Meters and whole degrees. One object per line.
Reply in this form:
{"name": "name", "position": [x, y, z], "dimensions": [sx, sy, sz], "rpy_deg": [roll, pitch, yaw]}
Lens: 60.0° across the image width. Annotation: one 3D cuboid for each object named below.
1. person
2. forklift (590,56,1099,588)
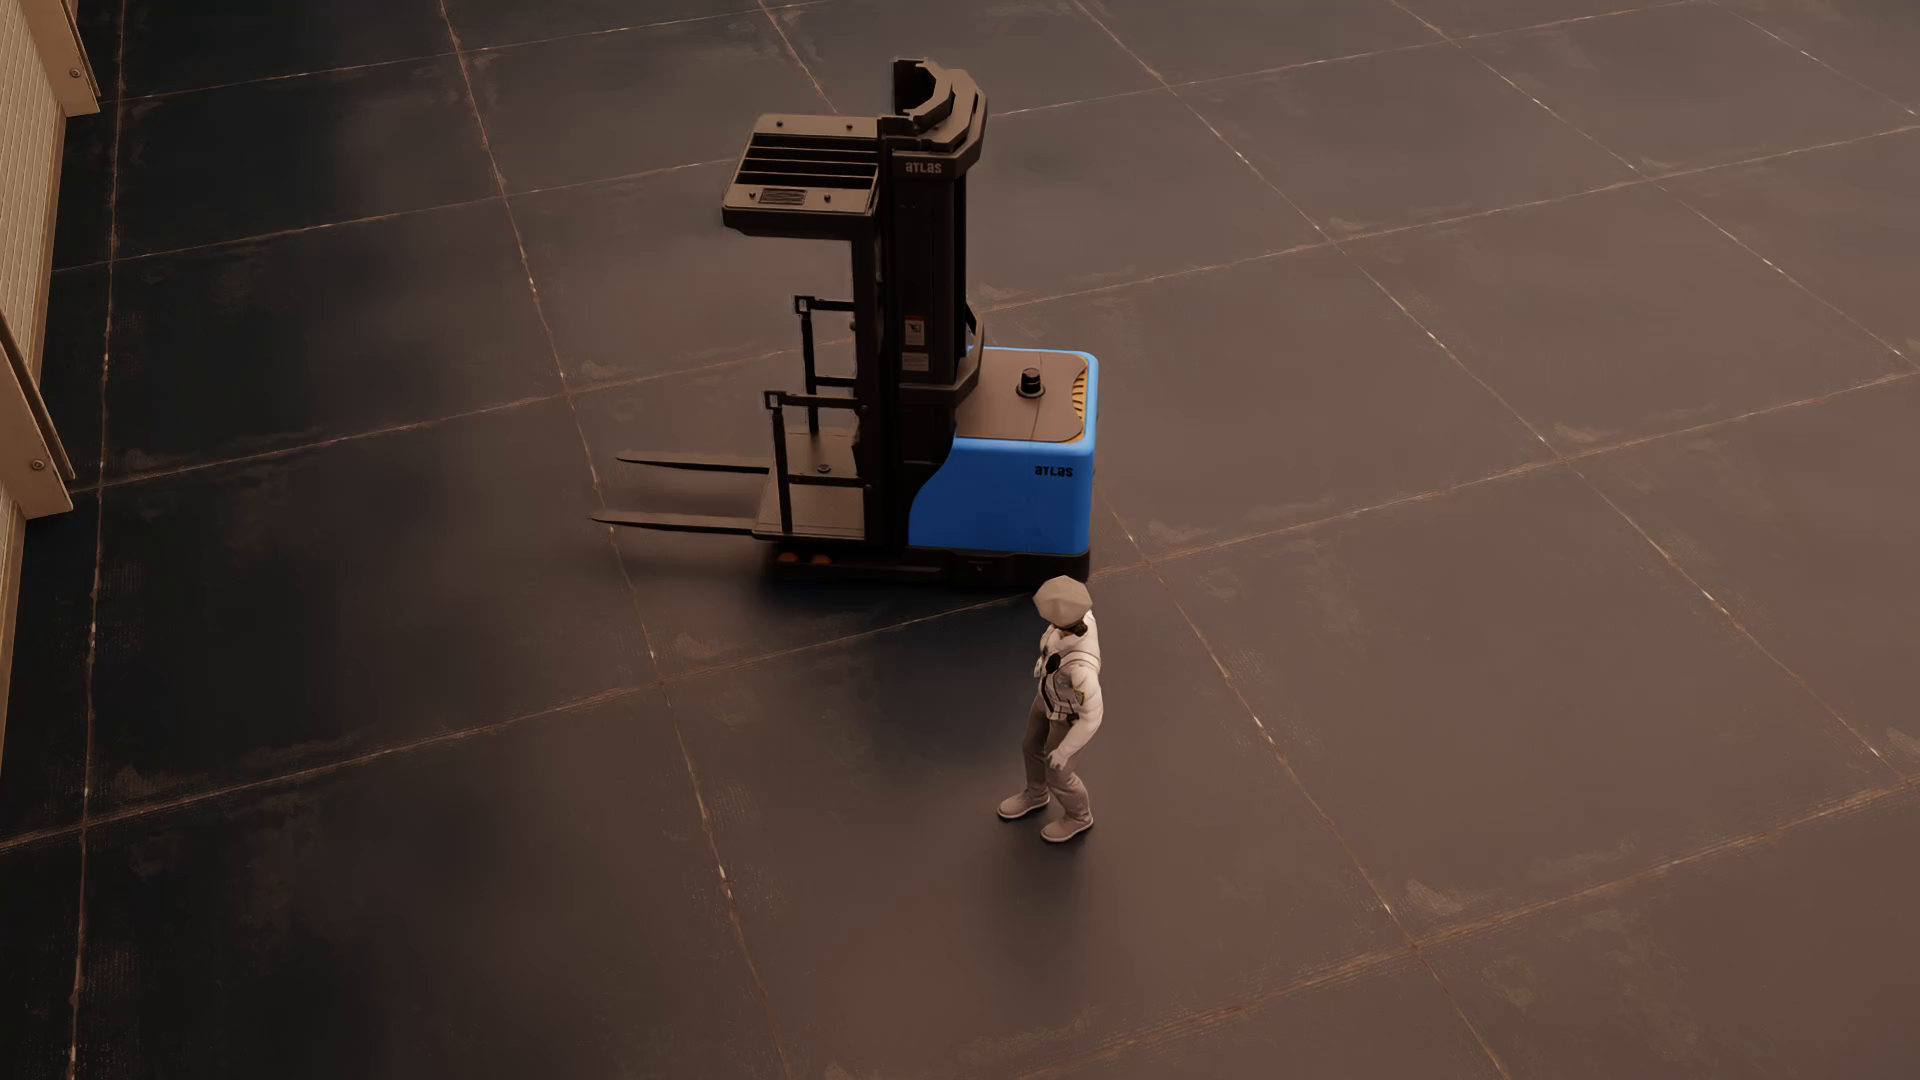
{"name": "person", "position": [0.453, 0.840, 7.993], "dimensions": [0.468, 1.654, 0.694], "rpy_deg": [-8, 41, -10]}
{"name": "forklift", "position": [-0.705, -1.206, 9.432], "dimensions": [3.031, 2.935, 1.130], "rpy_deg": [3, 40, 4]}
